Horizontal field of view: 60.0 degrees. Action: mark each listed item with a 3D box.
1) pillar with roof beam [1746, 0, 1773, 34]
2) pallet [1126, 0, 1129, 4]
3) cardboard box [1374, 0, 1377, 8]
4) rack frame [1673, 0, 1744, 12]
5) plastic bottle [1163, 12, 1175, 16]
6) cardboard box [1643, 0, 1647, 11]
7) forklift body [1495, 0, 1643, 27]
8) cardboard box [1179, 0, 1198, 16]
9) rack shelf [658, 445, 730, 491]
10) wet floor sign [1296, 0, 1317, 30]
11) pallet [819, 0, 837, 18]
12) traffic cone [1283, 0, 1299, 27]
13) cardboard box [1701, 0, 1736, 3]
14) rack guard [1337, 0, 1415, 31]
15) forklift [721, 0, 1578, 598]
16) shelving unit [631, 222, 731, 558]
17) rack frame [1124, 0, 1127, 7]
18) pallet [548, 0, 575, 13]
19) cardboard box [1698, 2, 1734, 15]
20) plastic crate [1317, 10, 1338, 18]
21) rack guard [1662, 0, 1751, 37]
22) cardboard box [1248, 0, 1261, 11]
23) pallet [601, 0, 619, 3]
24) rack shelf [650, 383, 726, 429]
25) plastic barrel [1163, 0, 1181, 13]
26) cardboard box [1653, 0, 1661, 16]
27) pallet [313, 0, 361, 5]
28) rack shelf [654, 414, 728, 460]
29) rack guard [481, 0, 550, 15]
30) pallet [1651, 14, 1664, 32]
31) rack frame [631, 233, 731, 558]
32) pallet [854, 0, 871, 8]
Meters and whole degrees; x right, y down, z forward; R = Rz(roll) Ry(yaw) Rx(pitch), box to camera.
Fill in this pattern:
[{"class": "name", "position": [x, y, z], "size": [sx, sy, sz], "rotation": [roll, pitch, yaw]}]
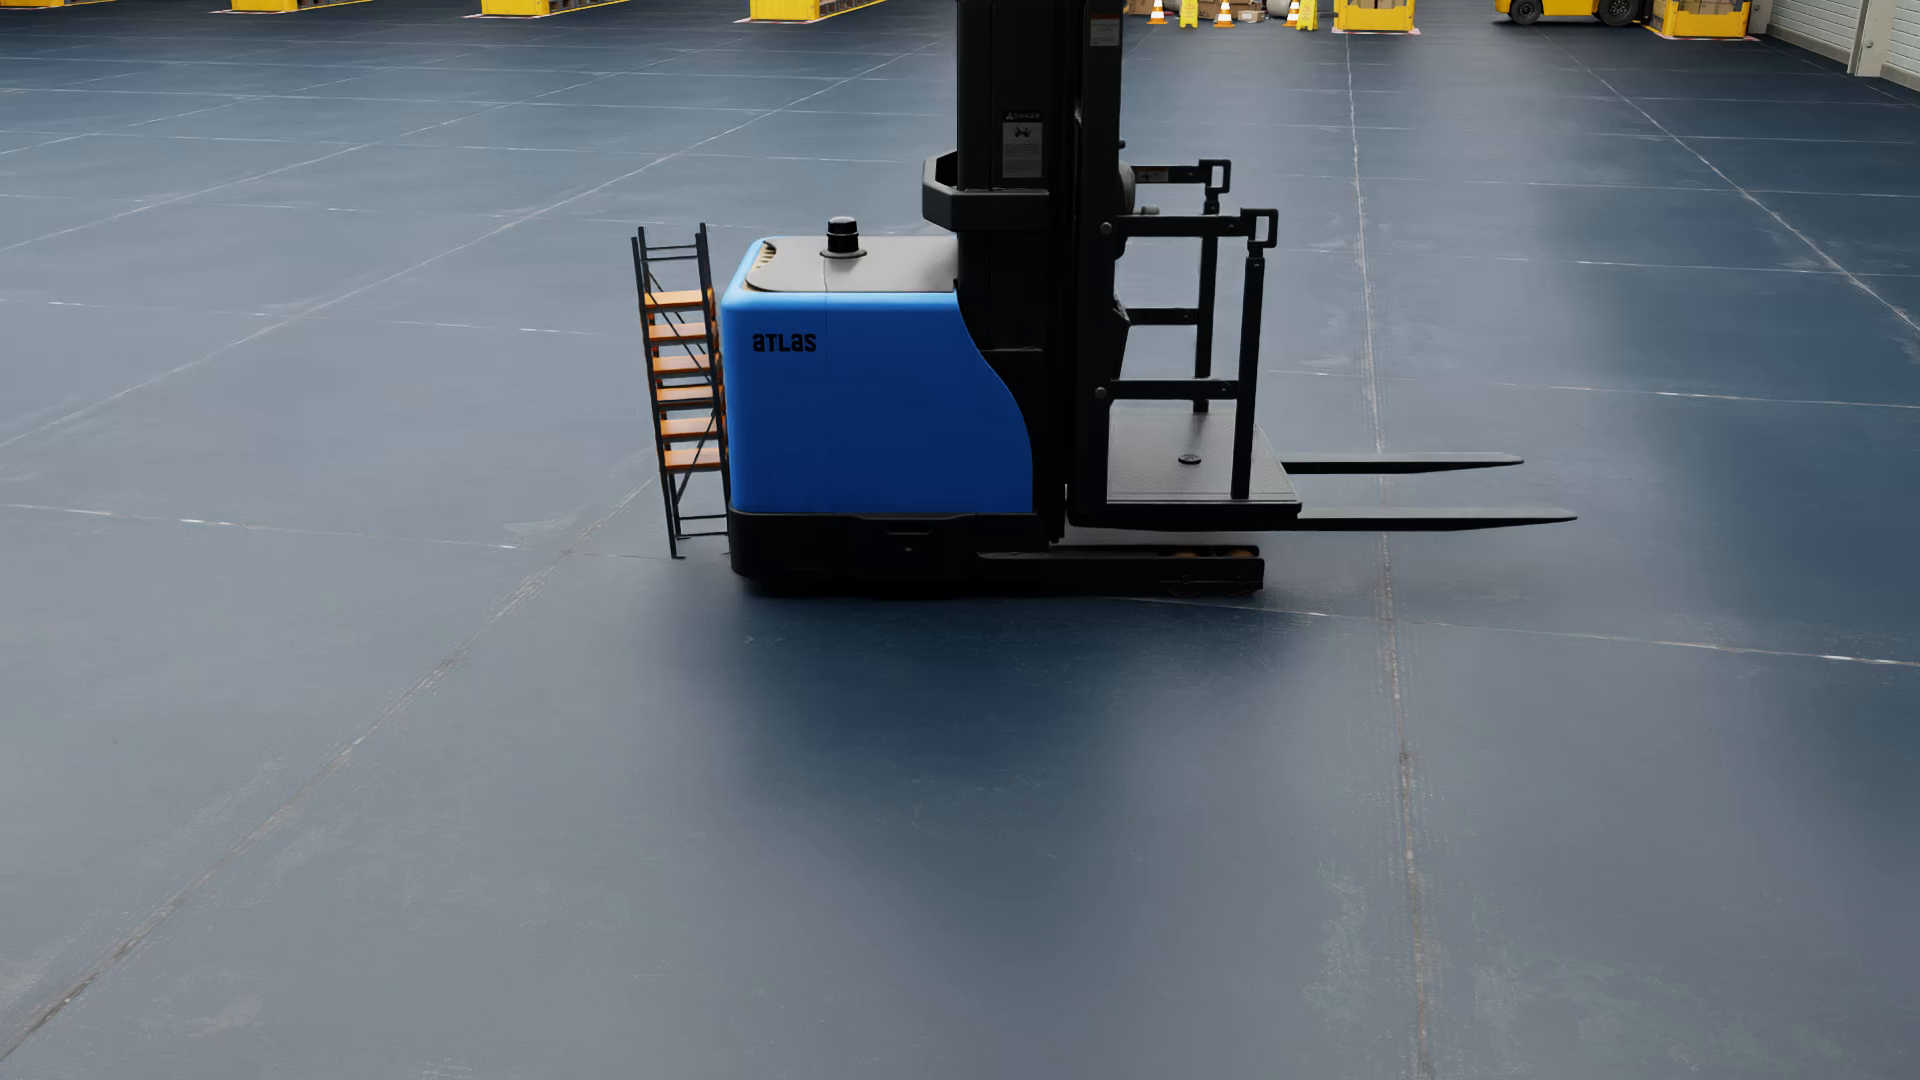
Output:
[{"class": "pillar with roof beam", "position": [8.338, -12.525, 25.406], "size": [9.100, 9.000, 0.400], "rotation": [4, 22, 11]}, {"class": "pallet", "position": [2.701, -10.402, 31.900], "size": [1.003, 0.211, 1.213], "rotation": [4, 22, 11]}, {"class": "cardboard box", "position": [7.314, -9.185, 28.262], "size": [0.500, 0.250, 0.500], "rotation": [6, 23, 15]}, {"class": "rack frame", "position": [11.528, -9.228, 25.250], "size": [1.000, 3.000, 0.127], "rotation": [4, 22, 11]}, {"class": "plastic bottle", "position": [3.643, -9.278, 29.309], "size": [0.283, 0.061, 0.133], "rotation": [-3, 22, -8]}, {"class": "cardboard box", "position": [11.620, -8.898, 27.550], "size": [0.500, 0.250, 0.500], "rotation": [5, 23, 13]}, {"class": "forklift body", "position": [10.129, -9.667, 27.476], "size": [2.313, 2.155, 1.214], "rotation": [4, 22, 11]}, {"class": "cardboard box", "position": [4.070, -9.371, 29.265], "size": [0.396, 0.266, 0.258], "rotation": [8, 23, 20]}, {"class": "rack shelf", "position": [-0.975, -0.268, 6.157], "size": [0.258, 0.103, 0.180], "rotation": [-4, 22, -2]}, {"class": "wet floor sign", "position": [5.582, -8.525, 26.656], "size": [0.267, 0.644, 0.232], "rotation": [13, 25, 29]}, {"class": "pallet", "position": [-2.818, -9.389, 29.383], "size": [1.003, 0.211, 1.213], "rotation": [4, 22, 11]}, {"class": "traffic cone", "position": [5.493, -8.684, 27.295], "size": [0.336, 0.463, 0.334], "rotation": [4, 22, 11]}, {"class": "cardboard box", "position": [11.827, -8.535, 25.980], "size": [0.500, 0.250, 0.500], "rotation": [5, 22, 12]}, {"class": "rack guard", "position": [6.683, -8.473, 26.723], "size": [1.175, 0.500, 0.348], "rotation": [4, 22, 11]}, {"class": "forklift", "position": [0.701, -1.355, 5.796], "size": [3.031, 2.935, 1.130], "rotation": [0, 22, 0]}, {"class": "shelving unit", "position": [-0.989, -0.532, 6.050], "size": [0.258, 1.200, 0.189], "rotation": [-4, 22, -2]}, {"class": "rack frame", "position": [2.618, -11.408, 30.664], "size": [1.000, 3.000, 0.127], "rotation": [4, 22, 11]}, {"class": "pallet", "position": [-7.742, -9.772, 30.335], "size": [1.003, 0.211, 1.213], "rotation": [4, 22, 11]}, {"class": "cardboard box", "position": [11.819, -8.312, 26.095], "size": [0.500, 0.250, 0.500], "rotation": [5, 22, 11]}, {"class": "plastic crate", "position": [6.361, -9.202, 29.094], "size": [0.402, 0.080, 0.583], "rotation": [-3, 22, -8]}, {"class": "rack guard", "position": [11.523, -8.059, 25.696], "size": [1.175, 0.500, 0.348], "rotation": [4, 22, 11]}, {"class": "cardboard box", "position": [5.217, -9.665, 29.996], "size": [0.258, 0.266, 0.396], "rotation": [-11, 25, -26]}, {"class": "pallet", "position": [-7.244, -10.665, 32.551], "size": [1.003, 0.211, 1.213], "rotation": [4, 22, 11]}, {"class": "rack shelf", "position": [-0.987, -0.491, 6.067], "size": [0.258, 0.103, 0.180], "rotation": [-4, 22, -2]}, {"class": "plastic barrel", "position": [3.888, -9.681, 29.825], "size": [0.421, 0.421, 0.512], "rotation": [-16, 27, -35]}, {"class": "cardboard box", "position": [11.425, -8.524, 26.622], "size": [0.500, 0.250, 0.500], "rotation": [4, 22, 11]}, {"class": "pallet", "position": [-12.365, -10.551, 32.269], "size": [1.003, 0.211, 1.213], "rotation": [4, 22, 11]}, {"class": "rack shelf", "position": [-0.981, -0.379, 6.112], "size": [0.258, 0.103, 0.180], "rotation": [-4, 22, -2]}, {"class": "rack guard", "position": [-7.913, -9.610, 29.545], "size": [1.175, 0.500, 0.348], "rotation": [4, 22, 11]}, {"class": "pallet", "position": [11.643, -8.217, 26.474], "size": [1.003, 0.211, 1.213], "rotation": [4, 22, 11]}, {"class": "rack frame", "position": [-0.984, -0.498, 5.965], "size": [0.240, 1.200, 0.006], "rotation": [-4, 22, -2]}, {"class": "pallet", "position": [-2.320, -10.281, 31.599], "size": [1.003, 0.211, 1.213], "rotation": [4, 22, 11]}]
